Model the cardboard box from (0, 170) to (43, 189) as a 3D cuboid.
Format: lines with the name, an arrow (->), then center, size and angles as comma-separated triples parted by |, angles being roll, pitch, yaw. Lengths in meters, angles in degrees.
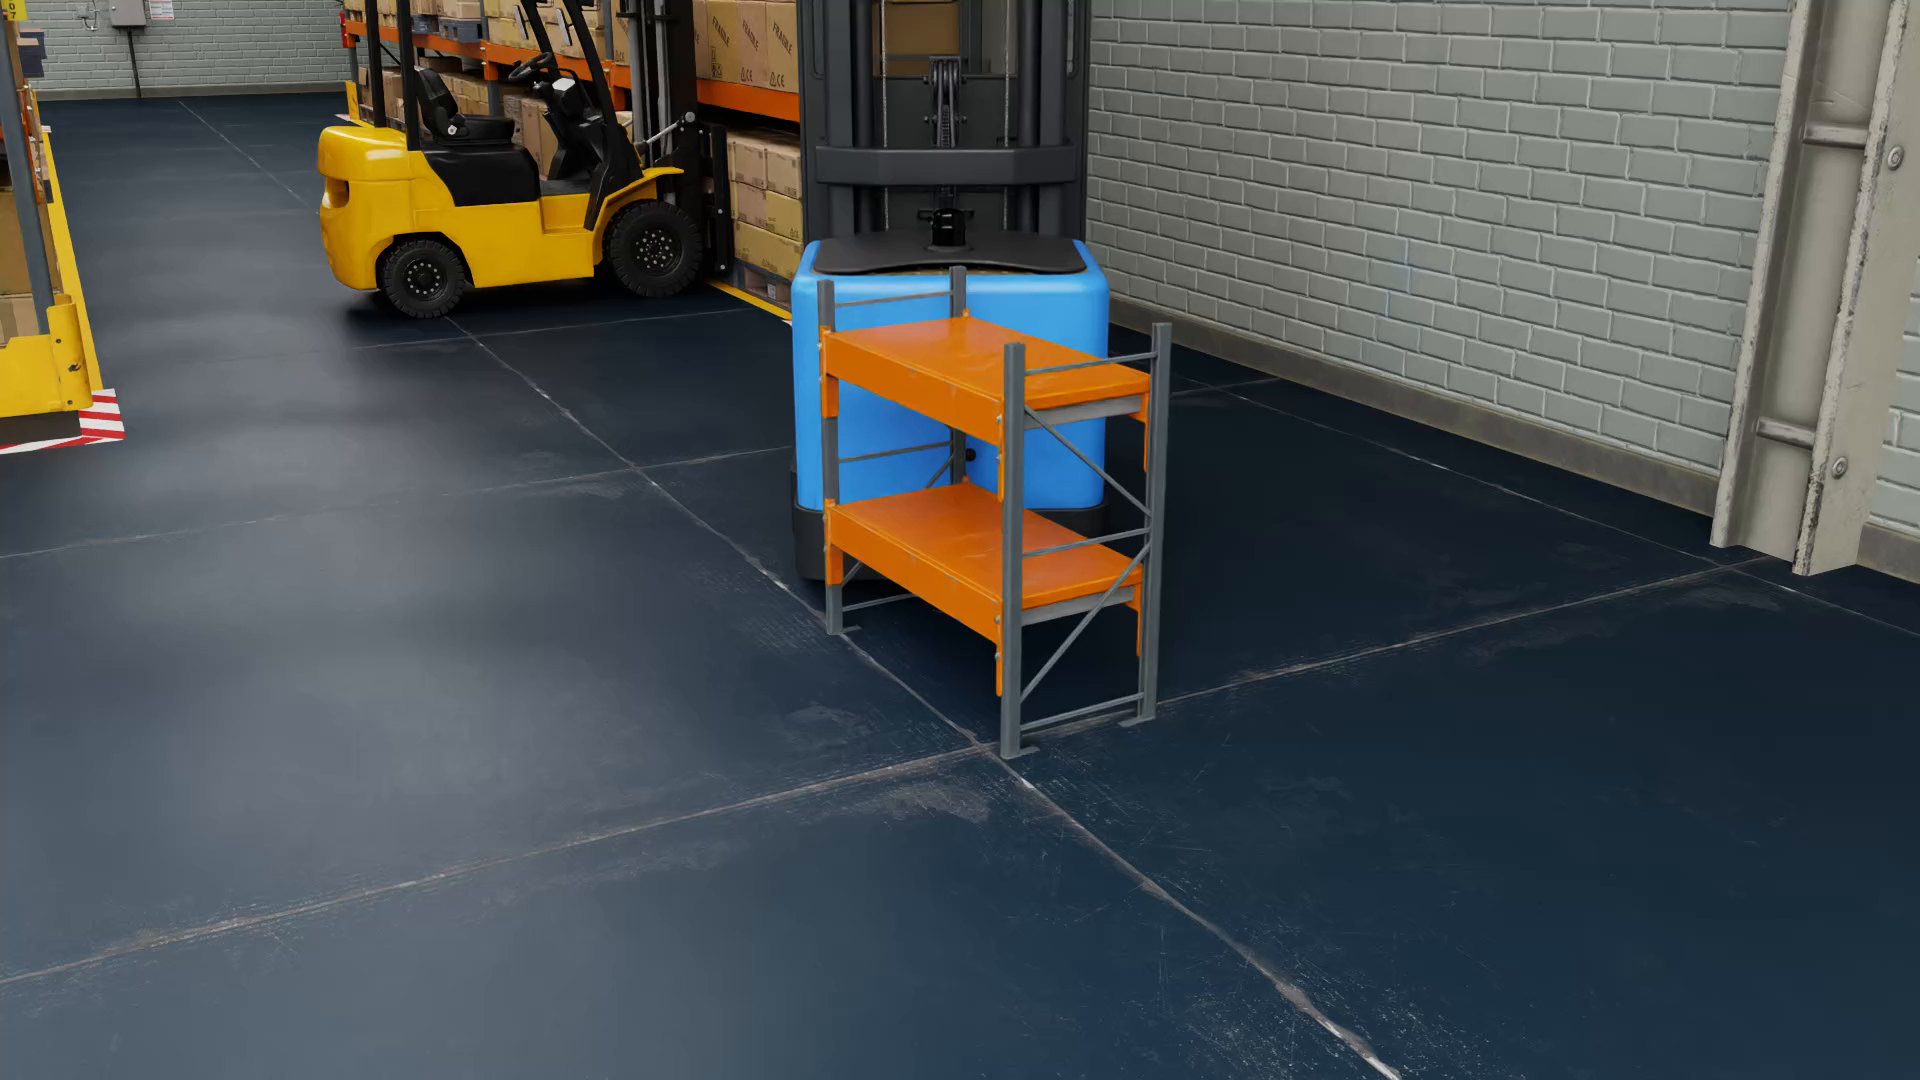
cardboard box -> -5.110, -1.669, 8.792 | 0.500, 0.500, 0.500 | -11, 22, -29

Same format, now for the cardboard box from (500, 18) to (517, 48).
cardboard box -> -3.909, -4.671, 15.298 | 0.500, 0.250, 0.500 | -10, 22, -28

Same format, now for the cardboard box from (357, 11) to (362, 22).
cardboard box -> -7.862, -7.027, 22.282 | 0.380, 0.149, 0.250 | -9, 21, -25

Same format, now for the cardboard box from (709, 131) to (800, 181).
cardboard box -> -1.329, -2.500, 10.815 | 0.500, 0.250, 0.500 | -10, 21, -26

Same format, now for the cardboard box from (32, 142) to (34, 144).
cardboard box -> -6.089, -2.259, 10.500 | 0.500, 0.500, 0.500 | -10, 22, -27

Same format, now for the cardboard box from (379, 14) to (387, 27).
cardboard box -> -6.946, -6.424, 20.536 | 0.380, 0.149, 0.250 | -10, 22, -27

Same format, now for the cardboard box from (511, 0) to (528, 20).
cardboard box -> -3.674, -4.755, 14.777 | 0.500, 0.250, 0.500 | -11, 22, -28

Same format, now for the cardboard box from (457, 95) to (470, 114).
cardboard box -> -5.008, -4.452, 17.623 | 0.500, 0.500, 0.500 | -9, 21, -24

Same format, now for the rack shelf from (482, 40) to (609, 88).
rack shelf -> -3.189, -4.138, 14.627 | 1.077, 0.370, 4.000 | -10, 21, -27

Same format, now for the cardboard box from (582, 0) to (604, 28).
cardboard box -> -2.698, -4.170, 13.082 | 0.500, 0.250, 0.500 | -10, 22, -28

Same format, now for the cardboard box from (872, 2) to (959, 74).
cardboard box -> -0.331, -2.988, 10.038 | 0.500, 0.500, 0.500 | -9, 21, -25

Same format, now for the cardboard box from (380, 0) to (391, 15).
cardboard box -> -6.746, -6.520, 20.201 | 0.500, 0.250, 0.500 | -10, 21, -26

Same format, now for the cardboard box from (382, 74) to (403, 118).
cardboard box -> -6.866, -5.626, 21.024 | 0.700, 0.500, 0.500 | -11, 22, -29

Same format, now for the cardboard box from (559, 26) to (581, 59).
cardboard box -> -2.953, -4.080, 13.587 | 0.500, 0.250, 0.500 | -10, 21, -27

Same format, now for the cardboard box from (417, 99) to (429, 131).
cardboard box -> -6.007, -5.043, 19.337 | 0.500, 0.500, 0.500 | -9, 21, -24

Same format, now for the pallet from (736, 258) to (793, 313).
pallet -> -0.740, -1.650, 10.590 | 1.003, 0.211, 1.213 | -10, 21, -27

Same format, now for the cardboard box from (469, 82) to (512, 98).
cardboard box -> -4.839, -4.634, 17.156 | 0.380, 0.149, 0.250 | -11, 22, -28

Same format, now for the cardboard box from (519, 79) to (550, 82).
cardboard box -> -4.451, -4.805, 17.652 | 0.380, 0.149, 0.250 | -11, 22, -29

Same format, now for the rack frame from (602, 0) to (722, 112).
rack frame -> -2.239, -3.904, 12.845 | 1.000, 3.000, 0.127 | -10, 21, -27

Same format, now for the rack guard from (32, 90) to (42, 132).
rack guard -> -12.316, -5.404, 21.025 | 1.175, 0.500, 0.348 | -10, 21, -27

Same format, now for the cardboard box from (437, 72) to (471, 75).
cardboard box -> -5.771, -5.240, 18.912 | 0.380, 0.149, 0.250 | -11, 22, -29

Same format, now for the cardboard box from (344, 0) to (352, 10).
cardboard box -> -7.959, -7.246, 22.306 | 0.500, 0.250, 0.500 | -10, 21, -26

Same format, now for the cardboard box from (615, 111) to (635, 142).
cardboard box -> -2.286, -3.087, 12.519 | 0.500, 0.250, 0.500 | -10, 22, -27

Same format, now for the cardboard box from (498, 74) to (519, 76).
cardboard box -> -4.958, -5.098, 18.500 | 0.380, 0.149, 0.250 | -10, 21, -26

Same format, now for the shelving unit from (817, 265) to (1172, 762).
shelving unit -> 0.064, -0.131, 4.786 | 0.538, 1.125, 1.048 | -11, 22, -30

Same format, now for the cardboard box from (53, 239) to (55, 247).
cardboard box -> -5.827, -1.753, 10.185 | 0.500, 0.250, 0.500 | -11, 22, -28

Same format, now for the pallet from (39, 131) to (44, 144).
pallet -> -10.697, -4.342, 18.392 | 1.003, 0.211, 1.213 | -10, 21, -27

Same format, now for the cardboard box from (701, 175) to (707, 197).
cardboard box -> -1.573, -2.416, 11.341 | 0.500, 0.250, 0.500 | -10, 21, -27

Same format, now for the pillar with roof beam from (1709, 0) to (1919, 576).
pillar with roof beam -> -0.817, -3.541, 2.599 | 9.100, 9.000, 0.400 | -10, 21, -27

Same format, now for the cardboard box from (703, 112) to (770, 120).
cardboard box -> -1.582, -3.021, 12.325 | 0.500, 0.250, 0.500 | -10, 22, -27

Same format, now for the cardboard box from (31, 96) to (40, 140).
cardboard box -> -10.609, -4.614, 18.190 | 0.875, 0.438, 0.875 | -10, 22, -27

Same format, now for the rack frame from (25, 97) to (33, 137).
rack frame -> -8.505, -4.282, 13.942 | 1.000, 3.000, 0.127 | -10, 21, -27

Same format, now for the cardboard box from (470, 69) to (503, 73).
cardboard box -> -5.480, -5.388, 19.341 | 0.380, 0.149, 0.250 | -10, 21, -27

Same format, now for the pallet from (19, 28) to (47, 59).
pallet -> -8.073, -4.003, 13.428 | 1.213, 0.211, 1.003 | -10, 21, -27

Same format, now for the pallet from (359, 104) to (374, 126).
pallet -> -7.522, -5.780, 22.557 | 1.003, 0.211, 1.213 | -10, 21, -27

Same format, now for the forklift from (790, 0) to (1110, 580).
forklift -> -0.067, -1.680, 6.508 | 1.130, 2.935, 3.031 | -1, 19, -1

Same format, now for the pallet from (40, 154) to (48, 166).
pallet -> -9.389, -3.552, 16.100 | 1.003, 0.211, 1.213 | -10, 21, -27

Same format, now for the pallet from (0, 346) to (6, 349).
pallet -> -5.097, -0.928, 8.496 | 1.003, 0.211, 1.213 | -10, 21, -27

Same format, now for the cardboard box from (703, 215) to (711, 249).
cardboard box -> -1.565, -2.175, 11.407 | 0.500, 0.250, 0.500 | -9, 21, -25

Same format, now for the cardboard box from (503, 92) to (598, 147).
cardboard box -> -3.855, -3.947, 15.967 | 0.875, 0.625, 0.625 | -9, 21, -25

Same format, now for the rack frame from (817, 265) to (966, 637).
rack frame -> -0.202, -0.272, 5.195 | 0.500, 1.125, 0.032 | -11, 22, -30

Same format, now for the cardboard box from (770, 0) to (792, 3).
cardboard box -> -0.899, -3.234, 9.758 | 0.380, 0.149, 0.250 | -10, 21, -26

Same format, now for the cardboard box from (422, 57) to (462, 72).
cardboard box -> -5.937, -5.453, 19.073 | 0.380, 0.149, 0.250 | -11, 22, -29

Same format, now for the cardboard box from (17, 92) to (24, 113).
cardboard box -> -4.953, -2.235, 8.395 | 0.380, 0.149, 0.250 | -10, 21, -26

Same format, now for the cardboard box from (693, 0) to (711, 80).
cardboard box -> -1.535, -3.343, 11.068 | 0.500, 0.500, 0.500 | -10, 21, -26

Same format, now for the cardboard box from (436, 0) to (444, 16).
cardboard box -> -5.077, -5.739, 17.363 | 0.797, 0.503, 0.637 | -11, 22, -28

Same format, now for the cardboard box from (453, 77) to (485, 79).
cardboard box -> -5.273, -4.941, 18.047 | 0.380, 0.149, 0.250 | -10, 21, -26
